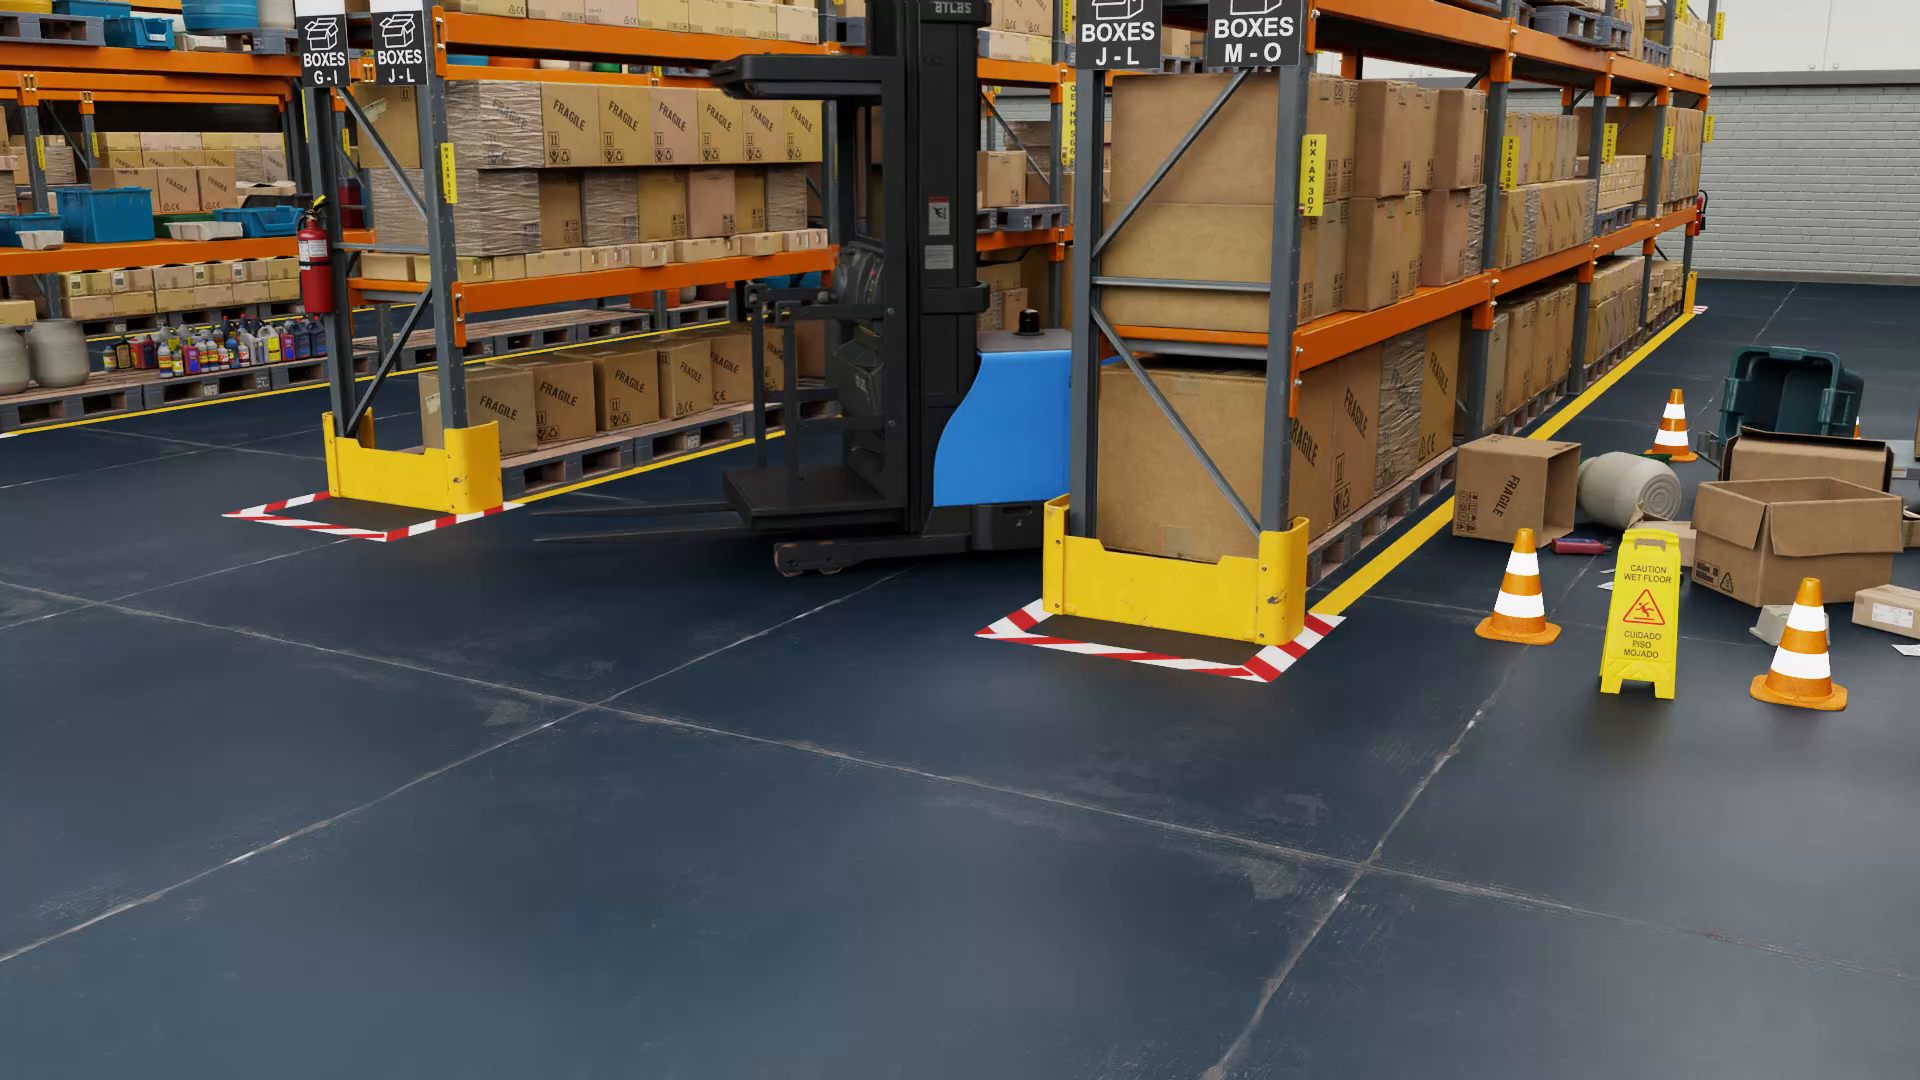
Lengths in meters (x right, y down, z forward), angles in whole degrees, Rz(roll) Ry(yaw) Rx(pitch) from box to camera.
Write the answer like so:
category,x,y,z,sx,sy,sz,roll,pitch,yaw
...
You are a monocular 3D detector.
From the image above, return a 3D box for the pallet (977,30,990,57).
category,x,y,z,sx,sy,sz,roll,pitch,yaw
pallet,-0.503,-4.202,14.062,1.213,0.211,1.003,7,15,28

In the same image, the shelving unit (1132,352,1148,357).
category,x,y,z,sx,sy,sz,roll,pitch,yaw
shelving unit,1.160,-0.767,9.784,0.538,1.125,1.048,6,15,29

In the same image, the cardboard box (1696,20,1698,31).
category,x,y,z,sx,sy,sz,roll,pitch,yaw
cardboard box,8.261,-5.903,19.122,0.380,0.149,0.250,7,15,27

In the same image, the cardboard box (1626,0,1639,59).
category,x,y,z,sx,sy,sz,roll,pitch,yaw
cardboard box,5.578,-4.442,14.446,0.500,0.500,0.500,7,15,28

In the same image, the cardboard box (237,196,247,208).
category,x,y,z,sx,sy,sz,roll,pitch,yaw
cardboard box,-8.697,-4.061,20.013,0.380,0.149,0.250,9,16,32

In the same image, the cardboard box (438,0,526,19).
category,x,y,z,sx,sy,sz,roll,pitch,yaw
cardboard box,-2.868,-3.141,9.583,0.500,0.250,0.500,8,16,30

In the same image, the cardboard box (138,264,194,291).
category,x,y,z,sx,sy,sz,roll,pitch,yaw
cardboard box,-9.150,-3.035,18.998,0.500,0.311,0.500,7,15,26

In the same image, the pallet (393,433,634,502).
category,x,y,z,sx,sy,sz,roll,pitch,yaw
pallet,-2.867,-0.509,10.695,1.003,0.211,1.213,7,15,28

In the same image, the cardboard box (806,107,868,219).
category,x,y,z,sx,sy,sz,roll,pitch,yaw
cardboard box,-0.887,-3.150,13.523,1.000,1.000,1.000,7,15,28

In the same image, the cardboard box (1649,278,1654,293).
category,x,y,z,sx,sy,sz,roll,pitch,yaw
cardboard box,7.300,-2.770,18.041,0.380,0.149,0.250,8,16,31

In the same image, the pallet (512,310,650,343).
category,x,y,z,sx,sy,sz,roll,pitch,yaw
pallet,-4.204,-2.379,18.450,1.003,0.211,1.213,7,15,28

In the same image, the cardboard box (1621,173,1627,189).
category,x,y,z,sx,sy,sz,roll,pitch,yaw
cardboard box,6.113,-3.417,15.814,0.380,0.149,0.250,7,15,28

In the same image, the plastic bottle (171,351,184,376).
category,x,y,z,sx,sy,sz,roll,pitch,yaw
plastic bottle,-6.463,-1.459,13.717,0.097,0.201,0.097,0,14,0

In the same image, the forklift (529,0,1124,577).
category,x,y,z,sx,sy,sz,roll,pitch,yaw
forklift,-0.706,-1.378,8.497,3.031,2.935,1.130,-4,14,-15

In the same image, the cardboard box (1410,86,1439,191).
category,x,y,z,sx,sy,sz,roll,pitch,yaw
cardboard box,2.146,-2.229,9.256,0.875,0.550,0.550,7,15,28

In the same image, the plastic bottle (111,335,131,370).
category,x,y,z,sx,sy,sz,roll,pitch,yaw
plastic bottle,-7.118,-1.593,14.100,0.061,0.283,0.133,8,16,29

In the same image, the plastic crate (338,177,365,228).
category,x,y,z,sx,sy,sz,roll,pitch,yaw
plastic crate,-5.763,-3.233,15.909,0.402,0.464,0.583,7,15,28

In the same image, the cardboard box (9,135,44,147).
category,x,y,z,sx,sy,sz,roll,pitch,yaw
cardboard box,-12.751,-5.447,22.693,0.380,0.149,0.250,5,14,19

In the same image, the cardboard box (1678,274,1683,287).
category,x,y,z,sx,sy,sz,roll,pitch,yaw
cardboard box,8.695,-3.209,20.495,0.380,0.149,0.250,7,15,27

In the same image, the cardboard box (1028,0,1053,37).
category,x,y,z,sx,sy,sz,roll,pitch,yaw
cardboard box,0.529,-4.951,15.491,0.500,0.500,0.500,8,16,30

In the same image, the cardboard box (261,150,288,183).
category,x,y,z,sx,sy,sz,roll,pitch,yaw
cardboard box,-10.775,-5.806,25.825,0.500,0.500,0.500,8,15,28

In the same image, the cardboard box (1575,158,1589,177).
category,x,y,z,sx,sy,sz,roll,pitch,yaw
cardboard box,5.228,-3.190,14.236,0.380,0.149,0.250,7,15,28

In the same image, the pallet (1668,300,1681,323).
category,x,y,z,sx,sy,sz,roll,pitch,yaw
pallet,8.240,-2.853,20.415,1.003,0.211,1.213,7,15,28

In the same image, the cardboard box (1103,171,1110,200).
category,x,y,z,sx,sy,sz,roll,pitch,yaw
cardboard box,1.261,-3.551,17.151,0.500,0.500,0.500,7,15,27

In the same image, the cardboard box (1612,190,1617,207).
category,x,y,z,sx,sy,sz,roll,pitch,yaw
cardboard box,5.866,-3.168,15.415,0.380,0.149,0.250,8,16,29

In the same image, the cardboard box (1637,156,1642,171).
category,x,y,z,sx,sy,sz,roll,pitch,yaw
cardboard box,6.615,-3.777,16.672,0.380,0.149,0.250,7,15,26

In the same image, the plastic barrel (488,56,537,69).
category,x,y,z,sx,sy,sz,roll,pitch,yaw
plastic barrel,-4.699,-5.278,17.209,0.600,0.830,0.708,7,15,28

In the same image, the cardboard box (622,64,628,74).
category,x,y,z,sx,sy,sz,roll,pitch,yaw
cardboard box,-5.251,-7.176,25.250,0.500,0.250,0.500,7,15,28

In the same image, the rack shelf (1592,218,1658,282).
category,x,y,z,sx,sy,sz,roll,pitch,yaw
rack shelf,5.800,-2.806,15.806,1.077,0.370,4.000,7,15,28

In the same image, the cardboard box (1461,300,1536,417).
category,x,y,z,sx,sy,sz,roll,pitch,yaw
cardboard box,3.591,-1.370,12.220,1.050,0.750,0.750,7,15,28

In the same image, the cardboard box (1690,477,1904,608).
category,x,y,z,sx,sy,sz,roll,pitch,yaw
cardboard box,3.981,0.003,7.949,0.797,0.503,0.637,-3,14,-11

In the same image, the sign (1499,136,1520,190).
category,x,y,z,sx,sy,sz,roll,pitch,yaw
sign,3.386,-2.321,10.245,0.100,0.325,0.005,7,15,28

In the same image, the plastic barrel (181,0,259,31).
category,x,y,z,sx,sy,sz,roll,pitch,yaw
plastic barrel,-6.304,-4.782,14.104,0.600,0.901,0.708,7,15,28

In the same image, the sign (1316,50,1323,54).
category,x,y,z,sx,sy,sz,roll,pitch,yaw
sign,4.876,-6.755,22.532,0.100,0.325,0.005,7,15,28

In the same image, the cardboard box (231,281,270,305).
category,x,y,z,sx,sy,sz,roll,pitch,yaw
cardboard box,-8.662,-2.974,19.939,0.500,0.250,0.500,8,16,29

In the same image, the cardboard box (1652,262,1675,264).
category,x,y,z,sx,sy,sz,roll,pitch,yaw
cardboard box,8.495,-3.311,20.287,0.380,0.149,0.250,8,16,29

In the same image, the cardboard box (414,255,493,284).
category,x,y,z,sx,sy,sz,roll,pitch,yaw
cardboard box,-2.981,-1.596,9.789,0.380,0.149,0.250,7,15,28

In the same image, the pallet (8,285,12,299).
category,x,y,z,sx,sy,sz,roll,pitch,yaw
pallet,-13.438,-3.246,22.049,1.003,0.211,1.213,7,15,28

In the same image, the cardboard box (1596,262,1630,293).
category,x,y,z,sx,sy,sz,roll,pitch,yaw
cardboard box,6.125,-2.524,15.939,0.500,0.250,0.500,7,15,26

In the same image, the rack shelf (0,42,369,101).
category,x,y,z,sx,sy,sz,roll,pitch,yaw
rack shelf,-6.696,-3.766,13.391,1.077,0.370,4.000,7,15,28

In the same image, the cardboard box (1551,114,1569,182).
category,x,y,z,sx,sy,sz,roll,pitch,yaw
cardboard box,4.364,-3.085,13.082,0.700,0.500,0.500,7,15,27

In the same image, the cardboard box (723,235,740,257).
category,x,y,z,sx,sy,sz,roll,pitch,yaw
cardboard box,-1.802,-2.113,11.932,0.380,0.149,0.250,7,15,28

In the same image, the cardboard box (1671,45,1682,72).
category,x,y,z,sx,sy,sz,roll,pitch,yaw
cardboard box,7.222,-5.016,17.360,0.500,0.250,0.500,8,16,31

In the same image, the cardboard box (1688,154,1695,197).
category,x,y,z,sx,sy,sz,roll,pitch,yaw
cardboard box,8.455,-4.353,19.842,0.500,0.500,0.500,7,15,27

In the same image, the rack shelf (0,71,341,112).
category,x,y,z,sx,sy,sz,roll,pitch,yaw
rack shelf,-9.097,-5.149,19.126,1.077,0.370,4.000,7,15,28

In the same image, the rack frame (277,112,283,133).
category,x,y,z,sx,sy,sz,roll,pitch,yaw
rack frame,-10.534,-5.832,26.824,1.000,3.000,0.127,7,15,28

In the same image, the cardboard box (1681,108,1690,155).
category,x,y,z,sx,sy,sz,roll,pitch,yaw
cardboard box,7.956,-4.623,18.828,0.500,0.500,0.500,7,15,26

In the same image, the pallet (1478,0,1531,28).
category,x,y,z,sx,sy,sz,roll,pitch,yaw
pallet,3.300,-3.483,11.090,0.805,0.209,1.217,7,15,26

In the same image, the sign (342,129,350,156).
category,x,y,z,sx,sy,sz,roll,pitch,yaw
sign,-7.642,-4.952,20.702,0.100,0.325,0.005,7,15,28

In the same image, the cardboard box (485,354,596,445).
category,x,y,z,sx,sy,sz,roll,pitch,yaw
cardboard box,-2.752,-0.928,10.921,0.500,0.500,0.500,13,19,43

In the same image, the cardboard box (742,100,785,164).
category,x,y,z,sx,sy,sz,roll,pitch,yaw
cardboard box,-1.611,-2.960,11.931,0.500,0.500,0.500,7,15,28

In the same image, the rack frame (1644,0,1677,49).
category,x,y,z,sx,sy,sz,roll,pitch,yaw
rack frame,6.767,-6.482,16.721,1.000,3.000,0.127,7,15,28

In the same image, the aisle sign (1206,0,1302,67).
category,x,y,z,sx,sy,sz,roll,pitch,yaw
aisle sign,1.194,-2.319,6.706,0.394,0.787,0.004,7,15,28

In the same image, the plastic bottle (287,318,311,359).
category,x,y,z,sx,sy,sz,roll,pitch,yaw
plastic bottle,-5.881,-1.790,14.772,0.144,0.351,0.185,7,15,25

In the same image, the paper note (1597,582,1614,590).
category,x,y,z,sx,sy,sz,roll,pitch,yaw
paper note,3.190,0.220,8.061,0.142,0.017,0.144,-12,18,-40
